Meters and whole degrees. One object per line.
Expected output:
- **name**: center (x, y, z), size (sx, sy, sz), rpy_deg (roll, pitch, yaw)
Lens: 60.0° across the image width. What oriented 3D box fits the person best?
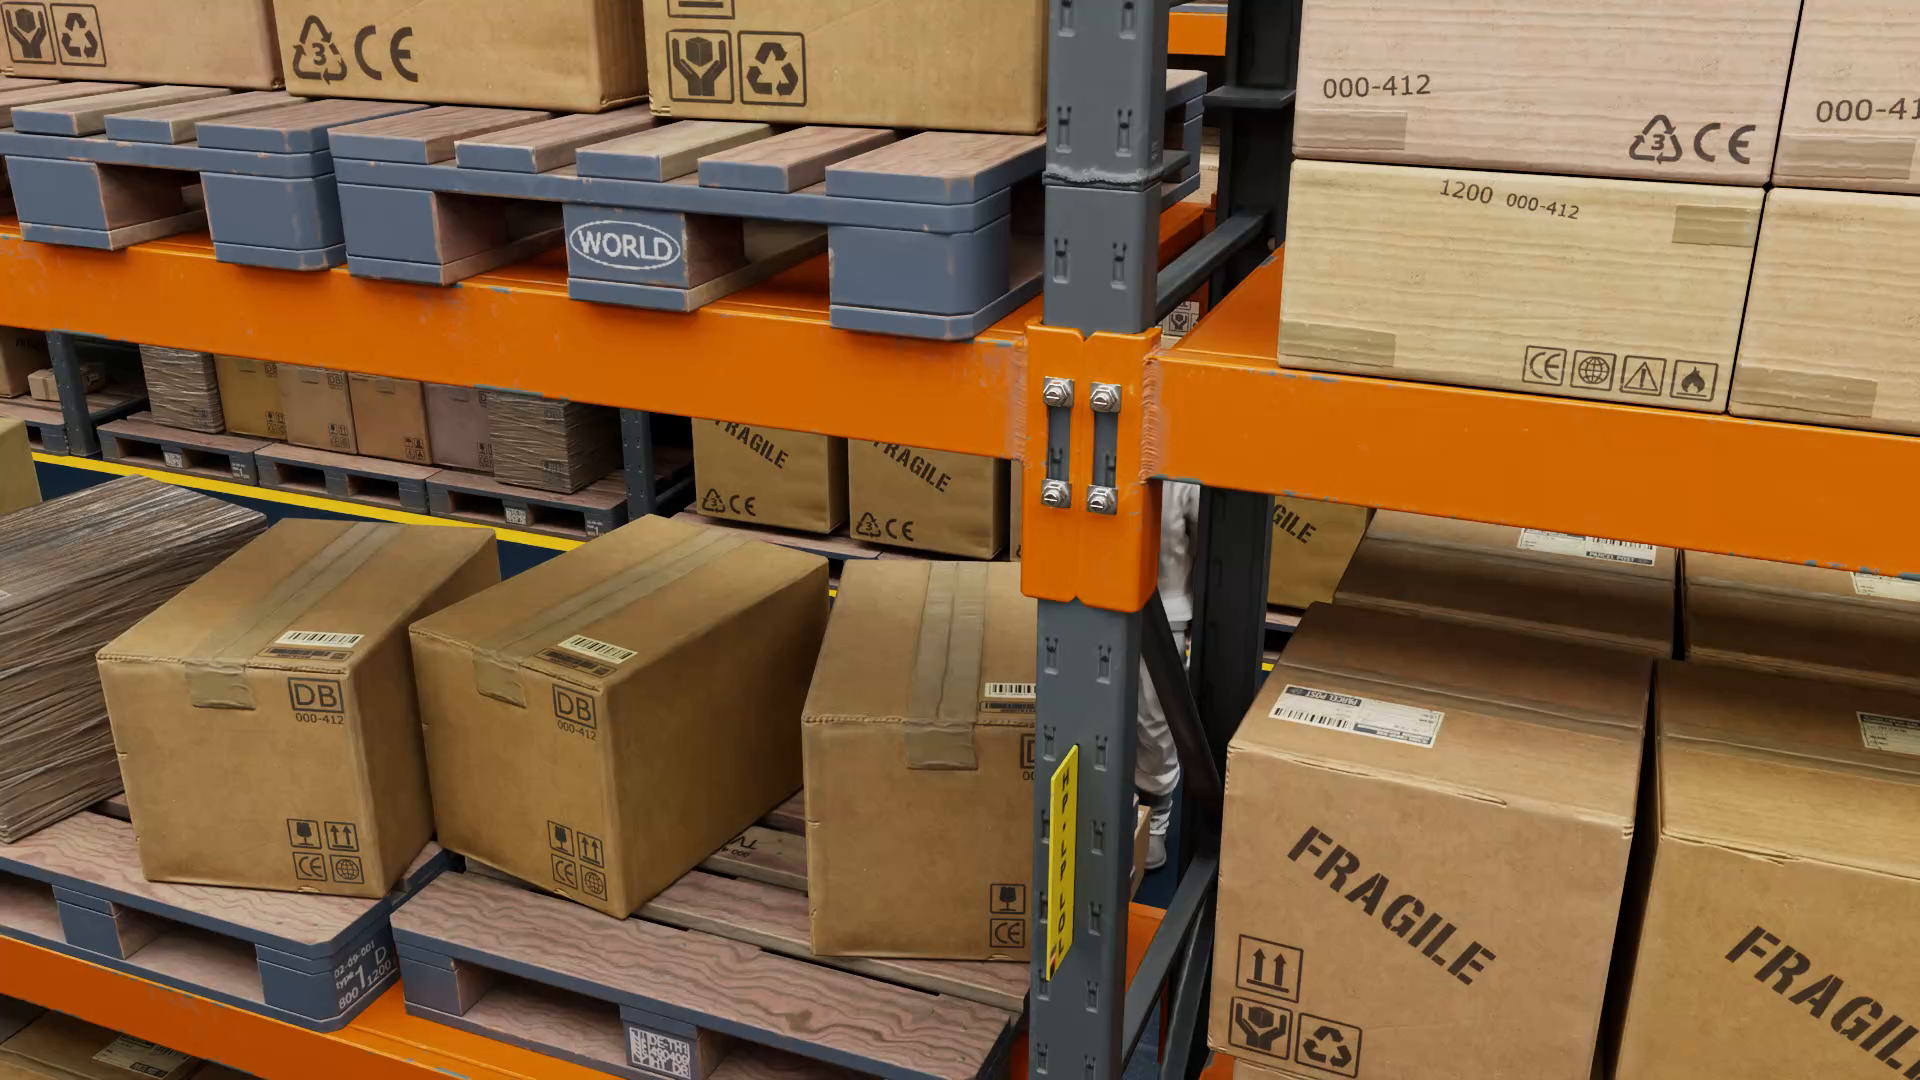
- **person**: center (0.604, 0.308, 5.815), size (0.612, 1.778, 0.451), rpy_deg (7, 23, 17)
